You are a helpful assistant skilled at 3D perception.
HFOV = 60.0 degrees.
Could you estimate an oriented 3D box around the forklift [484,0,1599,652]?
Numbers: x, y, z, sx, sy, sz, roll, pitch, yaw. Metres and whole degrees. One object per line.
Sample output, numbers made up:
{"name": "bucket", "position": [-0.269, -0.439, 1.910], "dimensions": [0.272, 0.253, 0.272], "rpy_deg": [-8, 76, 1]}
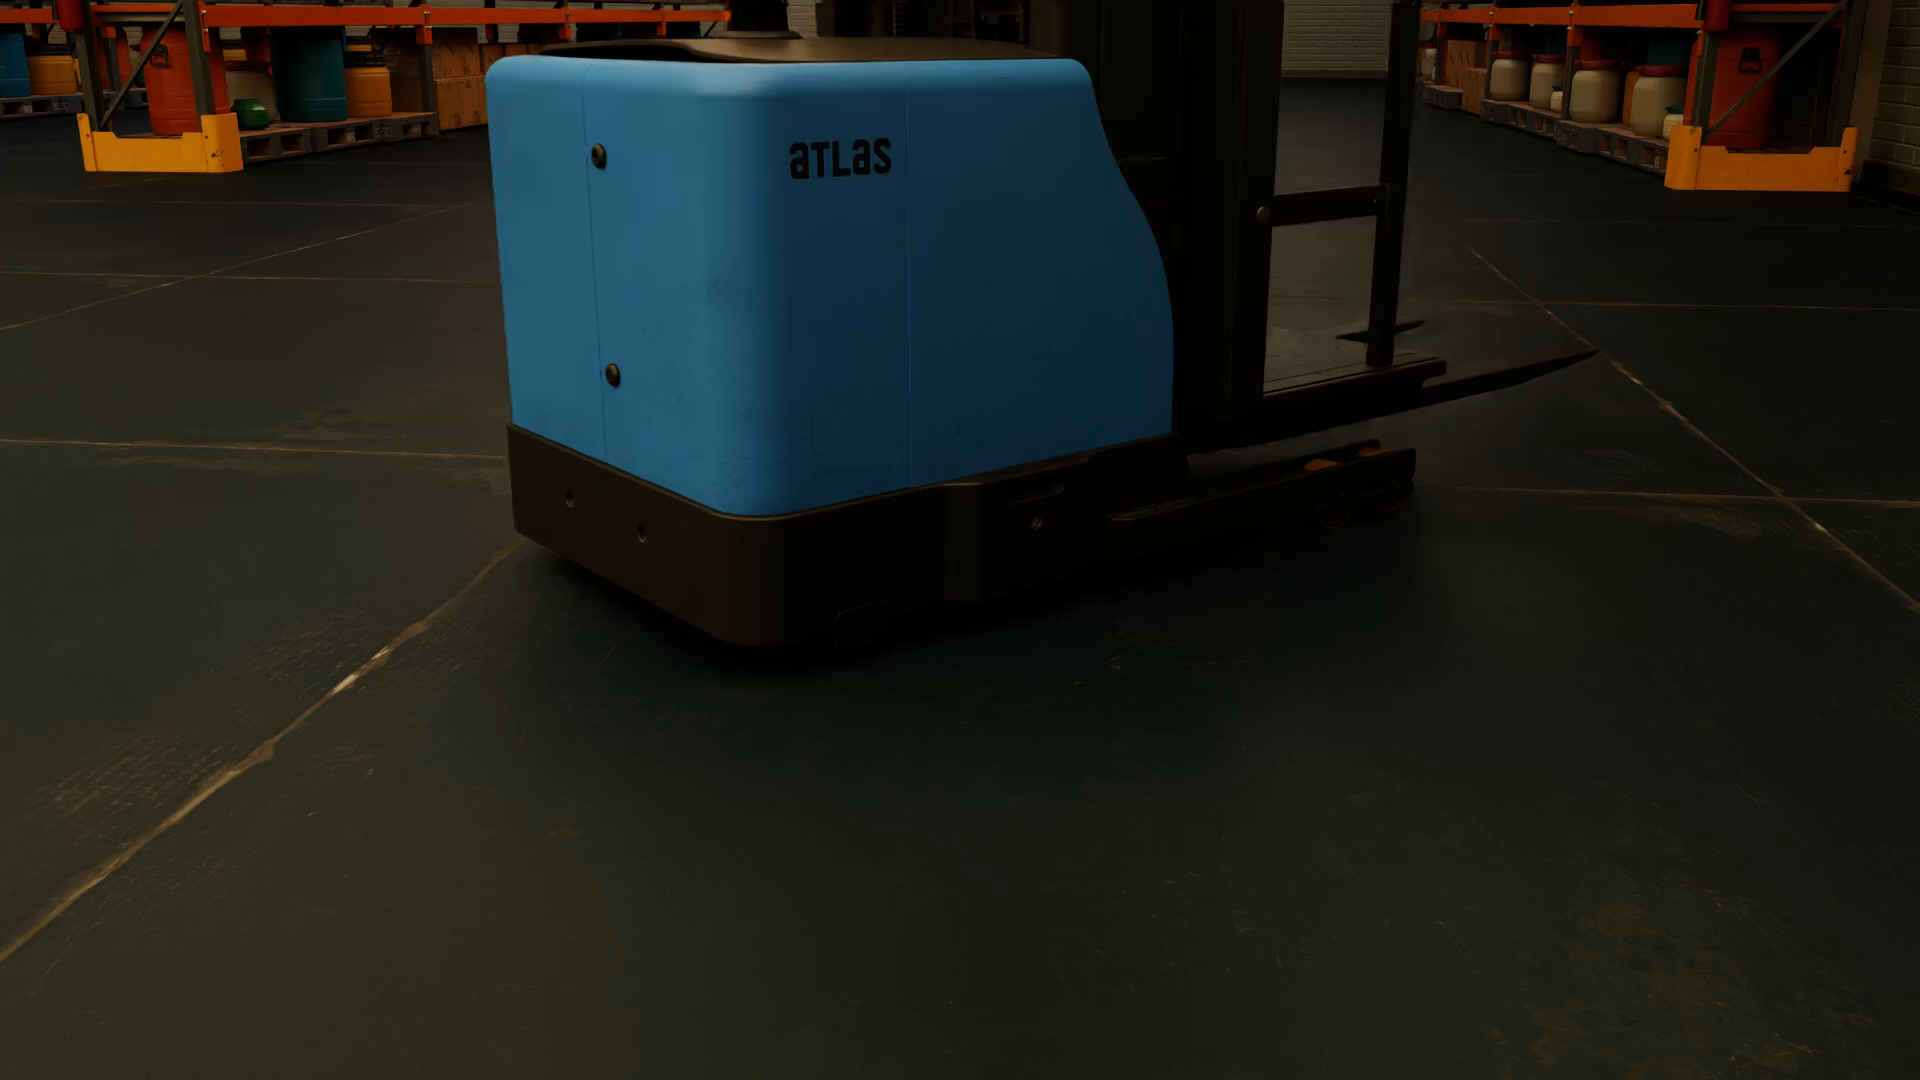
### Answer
{"name": "forklift", "position": [0.477, -1.532, 3.812], "dimensions": [3.031, 2.935, 1.130], "rpy_deg": [-14, 22, -37]}
